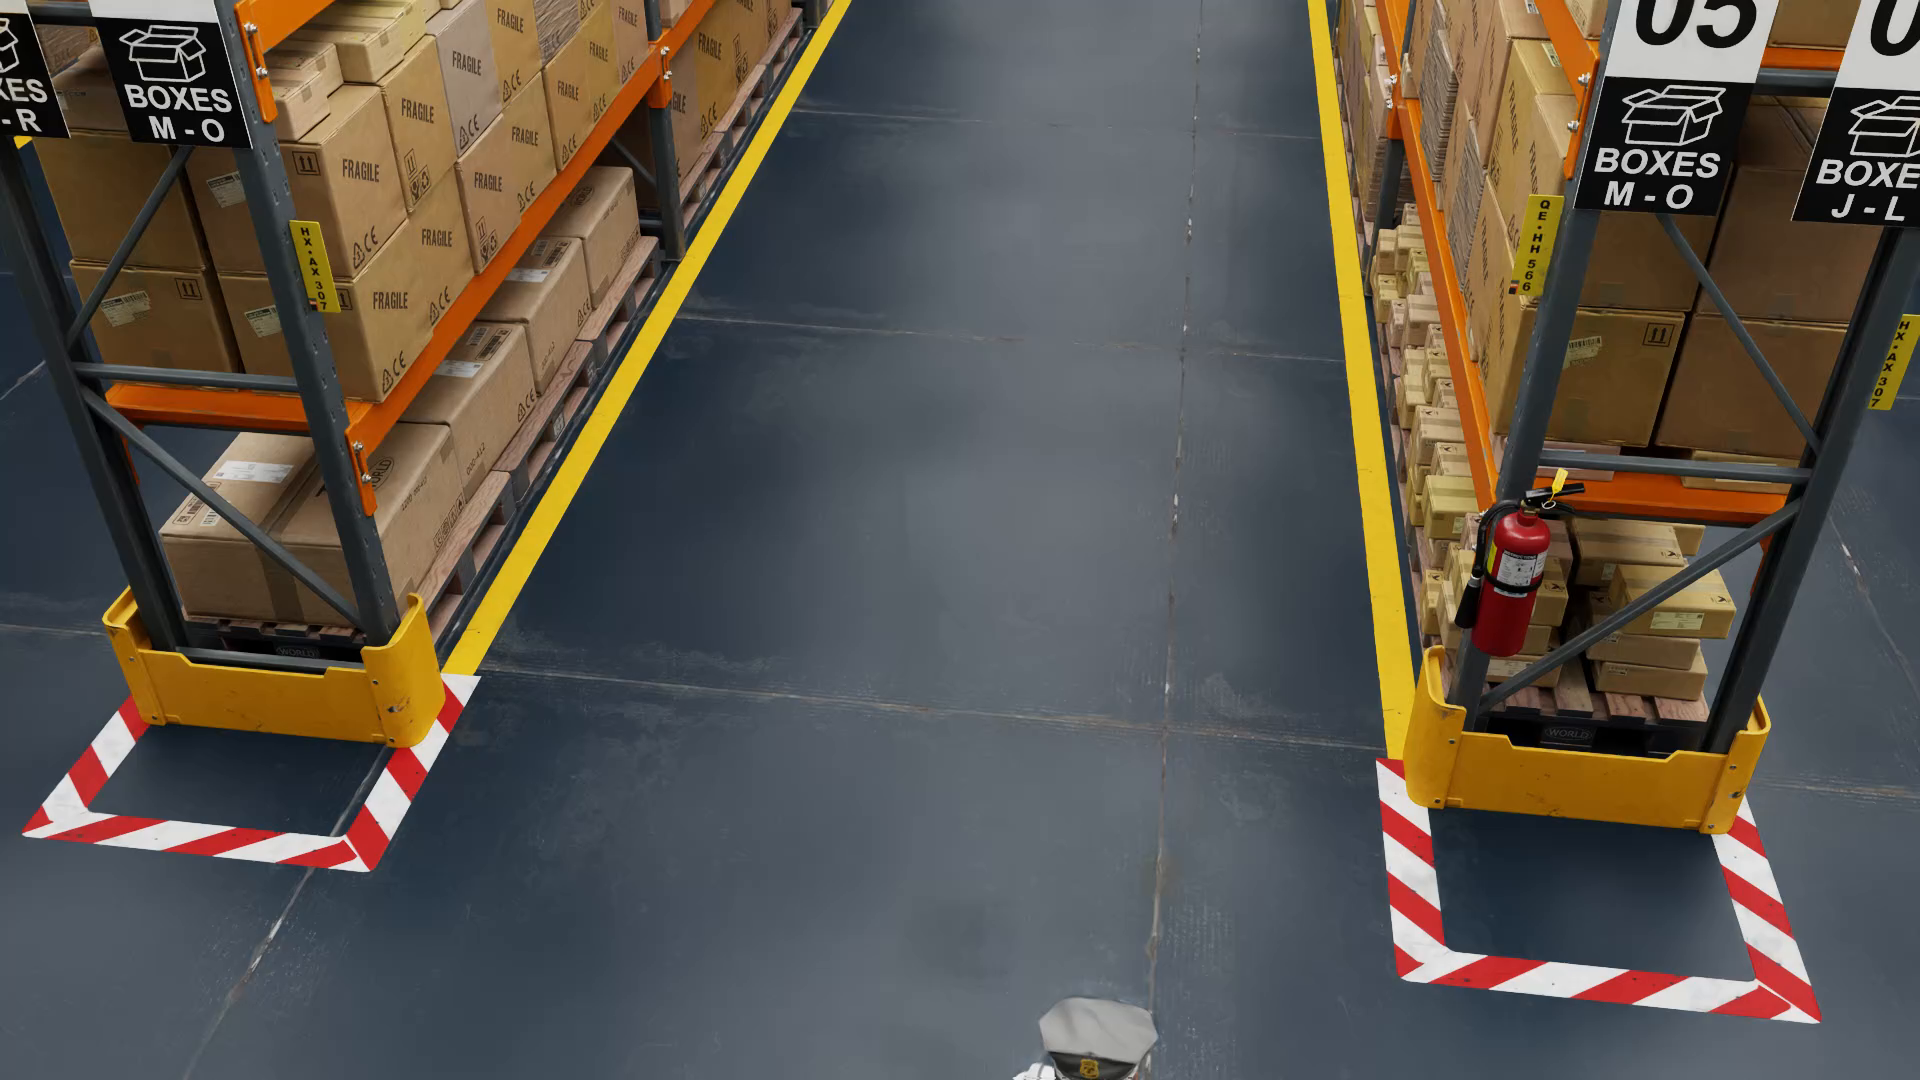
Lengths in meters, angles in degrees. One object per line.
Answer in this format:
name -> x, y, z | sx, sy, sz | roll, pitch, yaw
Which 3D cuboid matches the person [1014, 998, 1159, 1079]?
person -> 0.265, 1.693, 3.837 | 0.551, 1.709, 0.761 | 10, 38, 13
